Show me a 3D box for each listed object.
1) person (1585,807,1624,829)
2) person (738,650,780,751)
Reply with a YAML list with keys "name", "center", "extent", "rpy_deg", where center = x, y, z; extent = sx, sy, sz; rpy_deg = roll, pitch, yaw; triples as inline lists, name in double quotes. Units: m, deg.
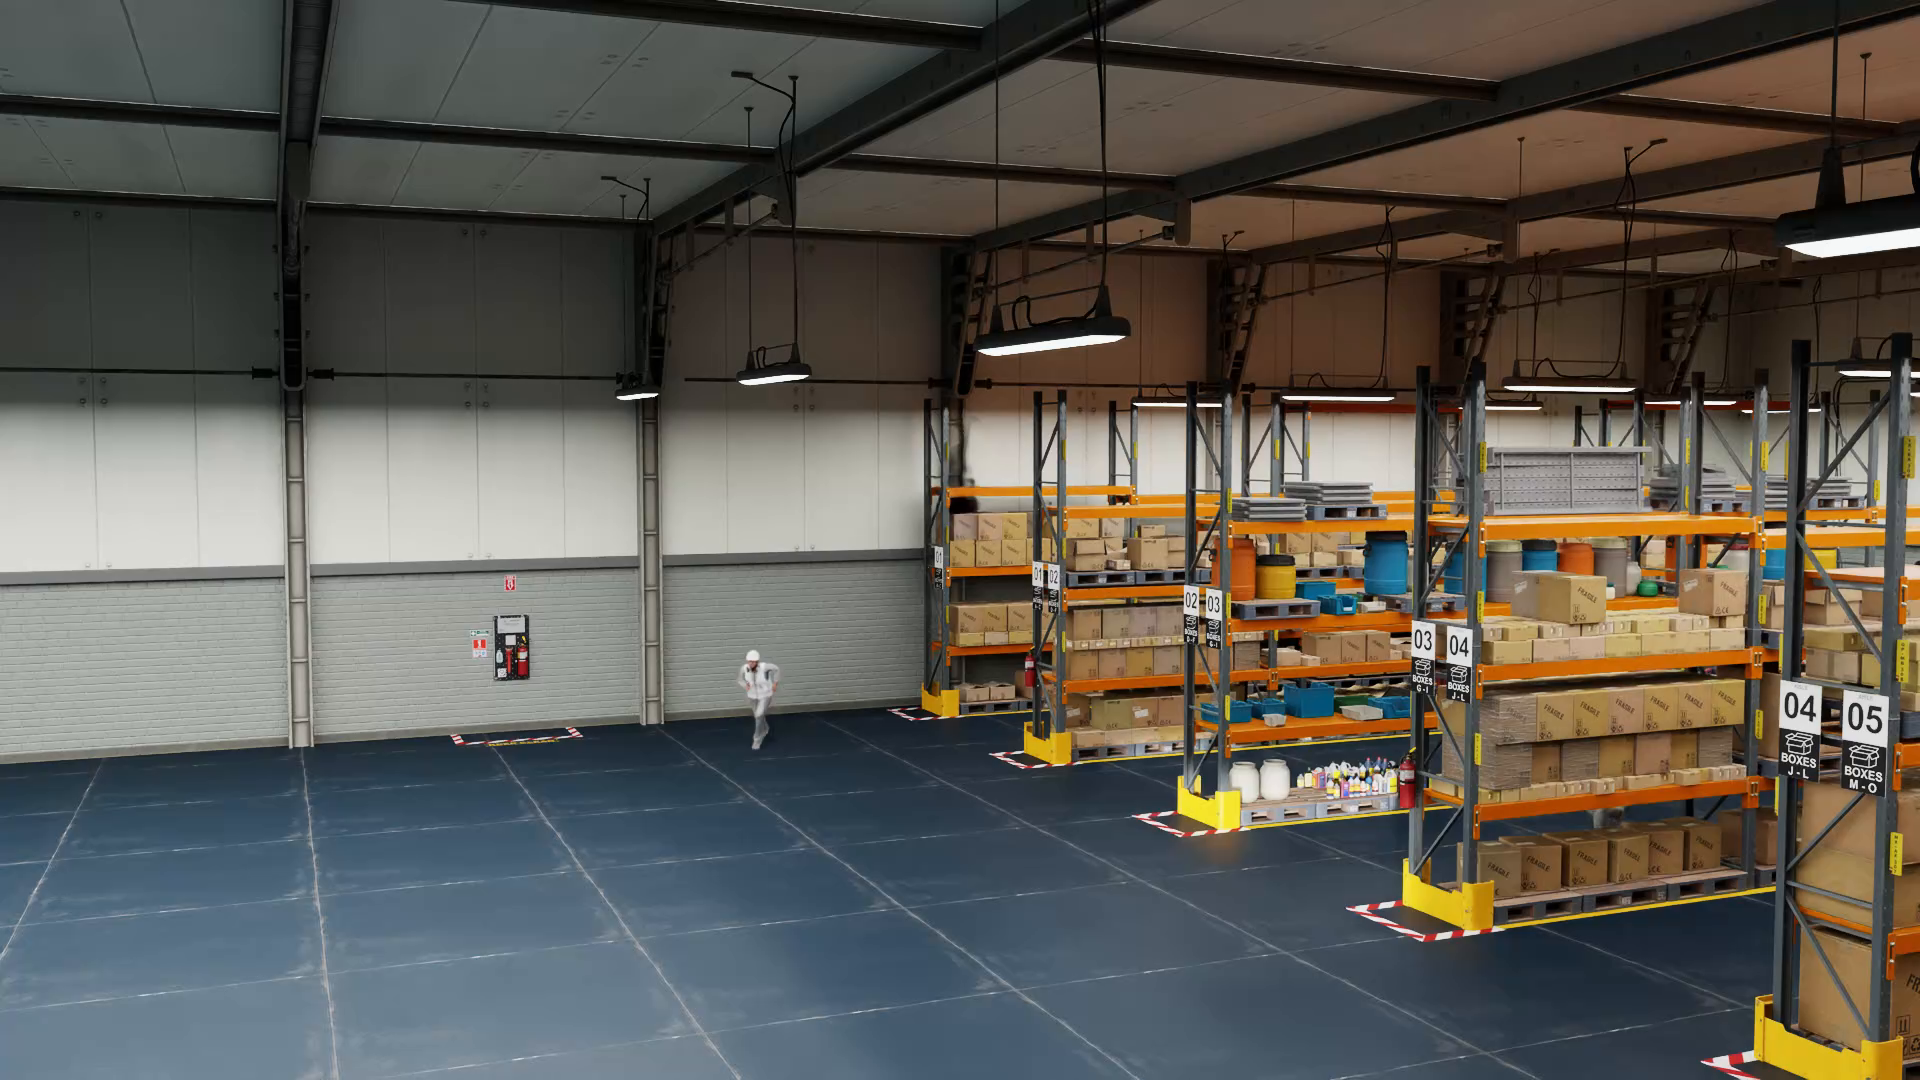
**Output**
- name: "person"
  center: [8.223, 3.092, 21.206]
  extent: [0.785, 1.709, 0.659]
  rpy_deg: [-2, 4, -30]
- name: "person"
  center: [-3.389, 2.691, 28.216]
  extent: [0.701, 1.731, 1.034]
  rpy_deg: [0, 3, 8]
